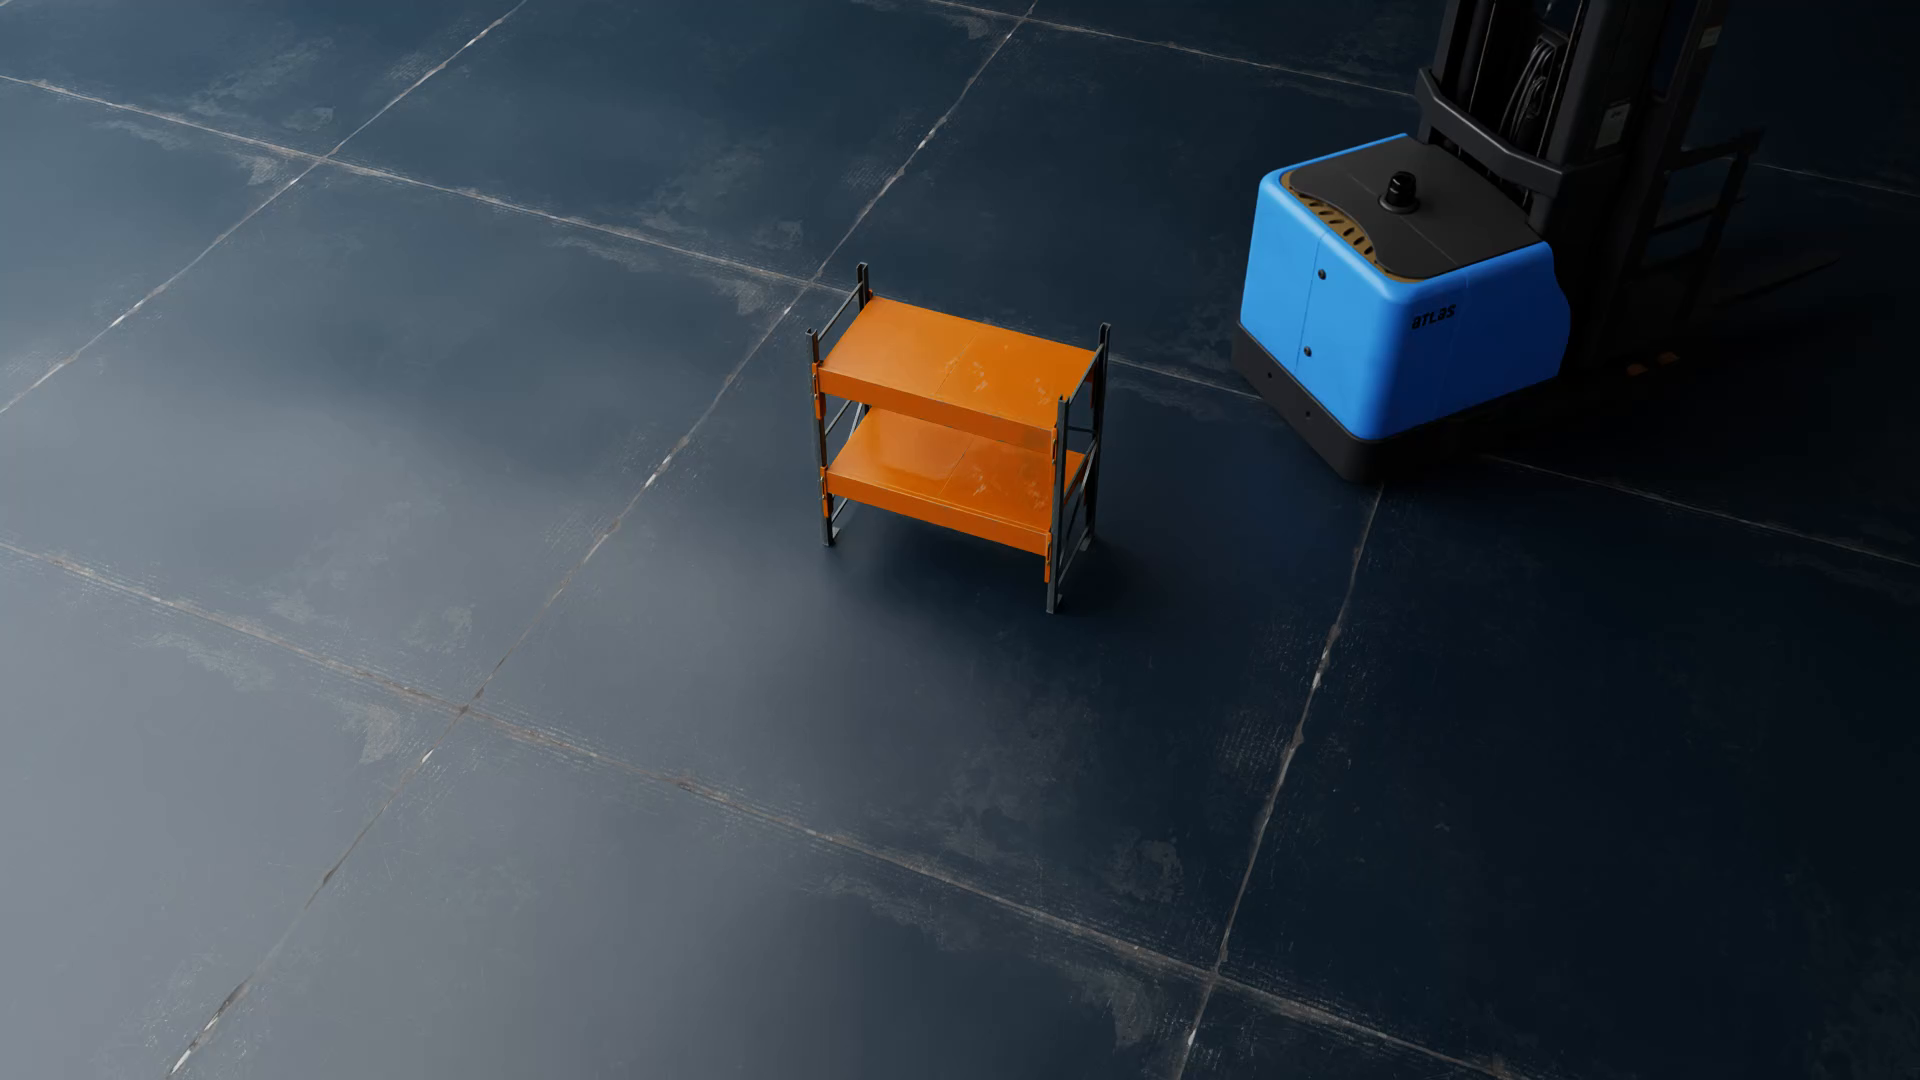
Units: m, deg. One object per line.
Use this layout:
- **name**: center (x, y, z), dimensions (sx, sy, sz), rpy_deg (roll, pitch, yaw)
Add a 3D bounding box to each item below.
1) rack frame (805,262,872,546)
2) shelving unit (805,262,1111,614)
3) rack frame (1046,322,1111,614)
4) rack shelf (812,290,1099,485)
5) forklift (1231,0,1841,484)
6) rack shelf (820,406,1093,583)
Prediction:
- **rack frame**: center (-0.475, -0.539, 6.833), dimensions (0.032, 1.125, 0.500), rpy_deg (16, 47, 16)
- **shelving unit**: center (-0.006, -0.401, 6.694), dimensions (1.048, 1.125, 0.538), rpy_deg (16, 47, 16)
- **rack frame**: center (0.463, -0.263, 6.555), dimensions (0.032, 1.125, 0.500), rpy_deg (16, 47, 16)
- **rack shelf**: center (-0.006, -0.608, 6.488), dimensions (1.000, 0.278, 0.538), rpy_deg (16, 47, 16)
- **forklift**: center (2.829, -2.011, 7.032), dimensions (3.031, 2.935, 1.130), rpy_deg (-19, 48, -18)
- **rack shelf**: center (-0.006, -0.227, 6.866), dimensions (1.000, 0.278, 0.538), rpy_deg (16, 47, 16)
